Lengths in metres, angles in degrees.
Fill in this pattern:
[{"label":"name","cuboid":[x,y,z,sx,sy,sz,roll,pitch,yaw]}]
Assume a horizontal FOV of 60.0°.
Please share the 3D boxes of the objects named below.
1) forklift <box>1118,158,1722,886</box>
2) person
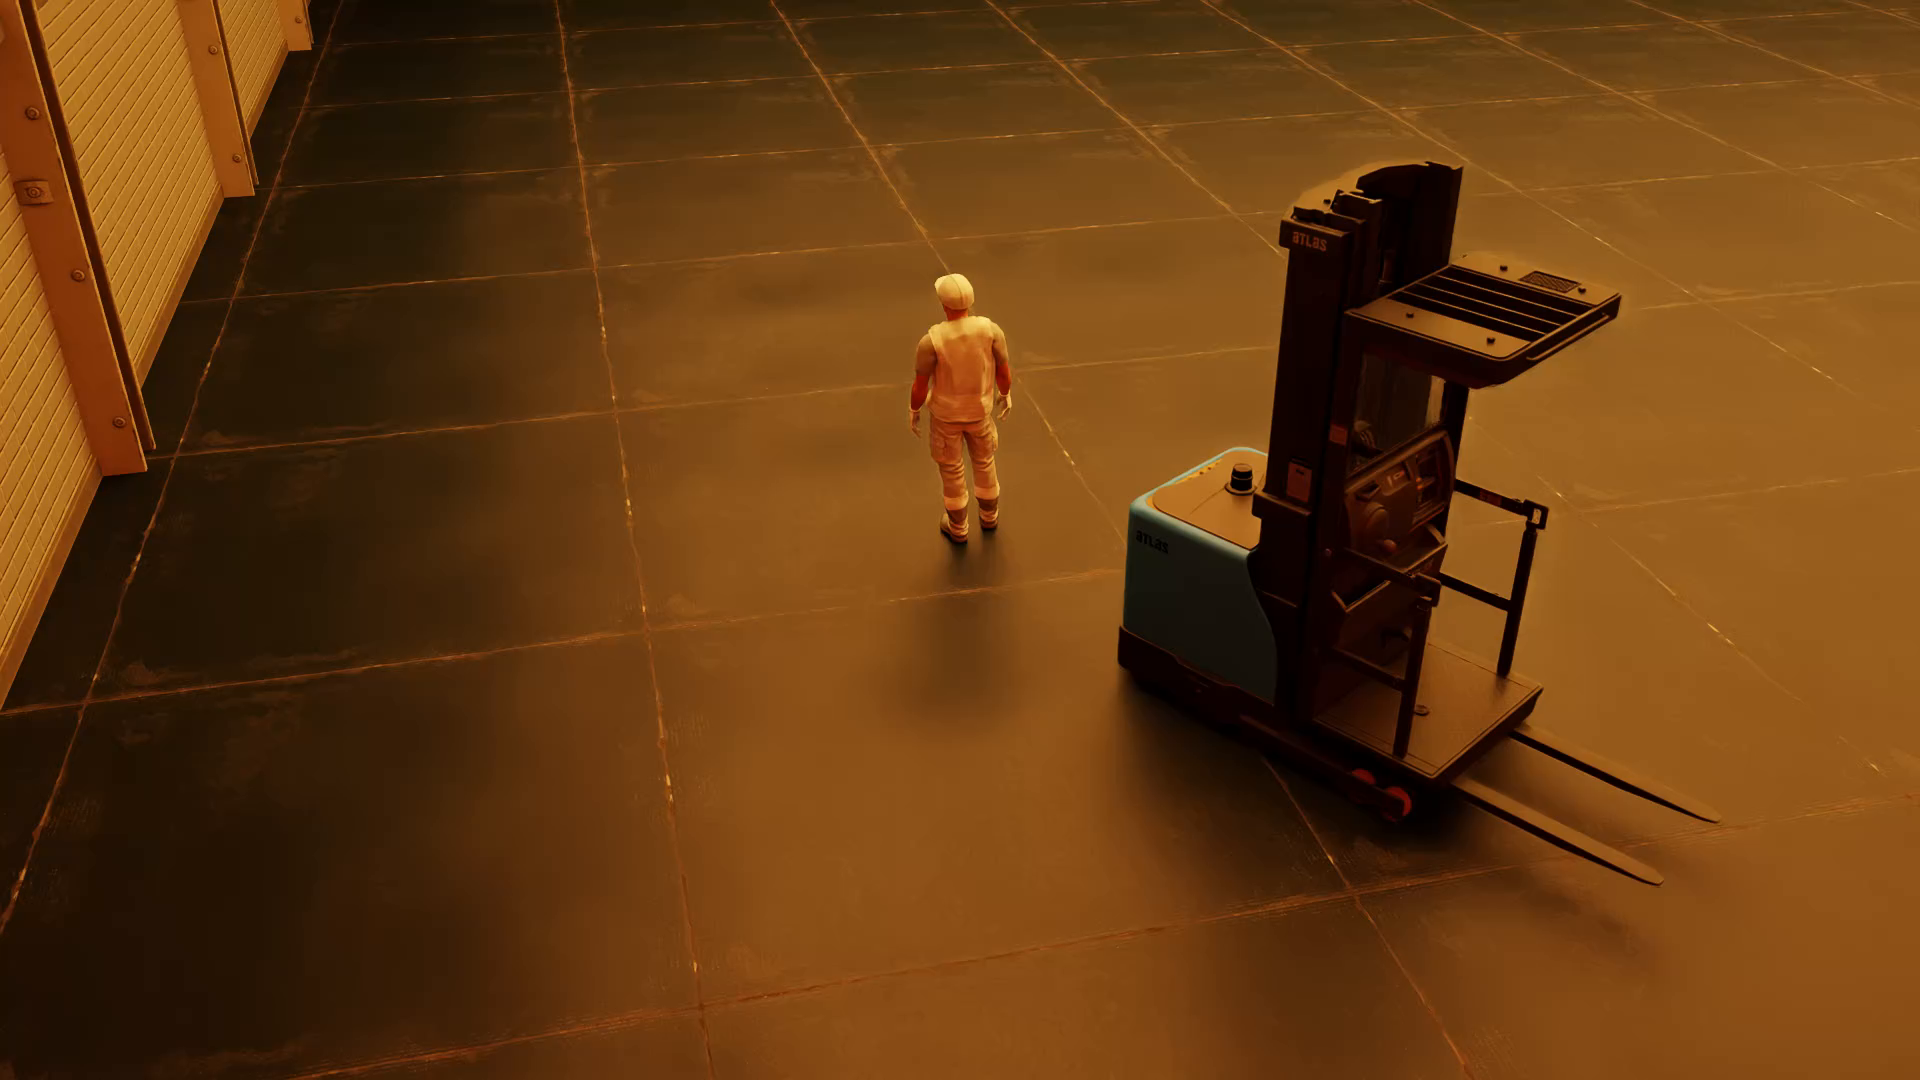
[{"label":"forklift","cuboid":[2.272,-0.191,7.904,3.031,2.935,1.130,26,39,38]},{"label":"person","cuboid":[-0.007,-0.822,10.118,0.637,1.790,0.562,-7,31,-12]}]
